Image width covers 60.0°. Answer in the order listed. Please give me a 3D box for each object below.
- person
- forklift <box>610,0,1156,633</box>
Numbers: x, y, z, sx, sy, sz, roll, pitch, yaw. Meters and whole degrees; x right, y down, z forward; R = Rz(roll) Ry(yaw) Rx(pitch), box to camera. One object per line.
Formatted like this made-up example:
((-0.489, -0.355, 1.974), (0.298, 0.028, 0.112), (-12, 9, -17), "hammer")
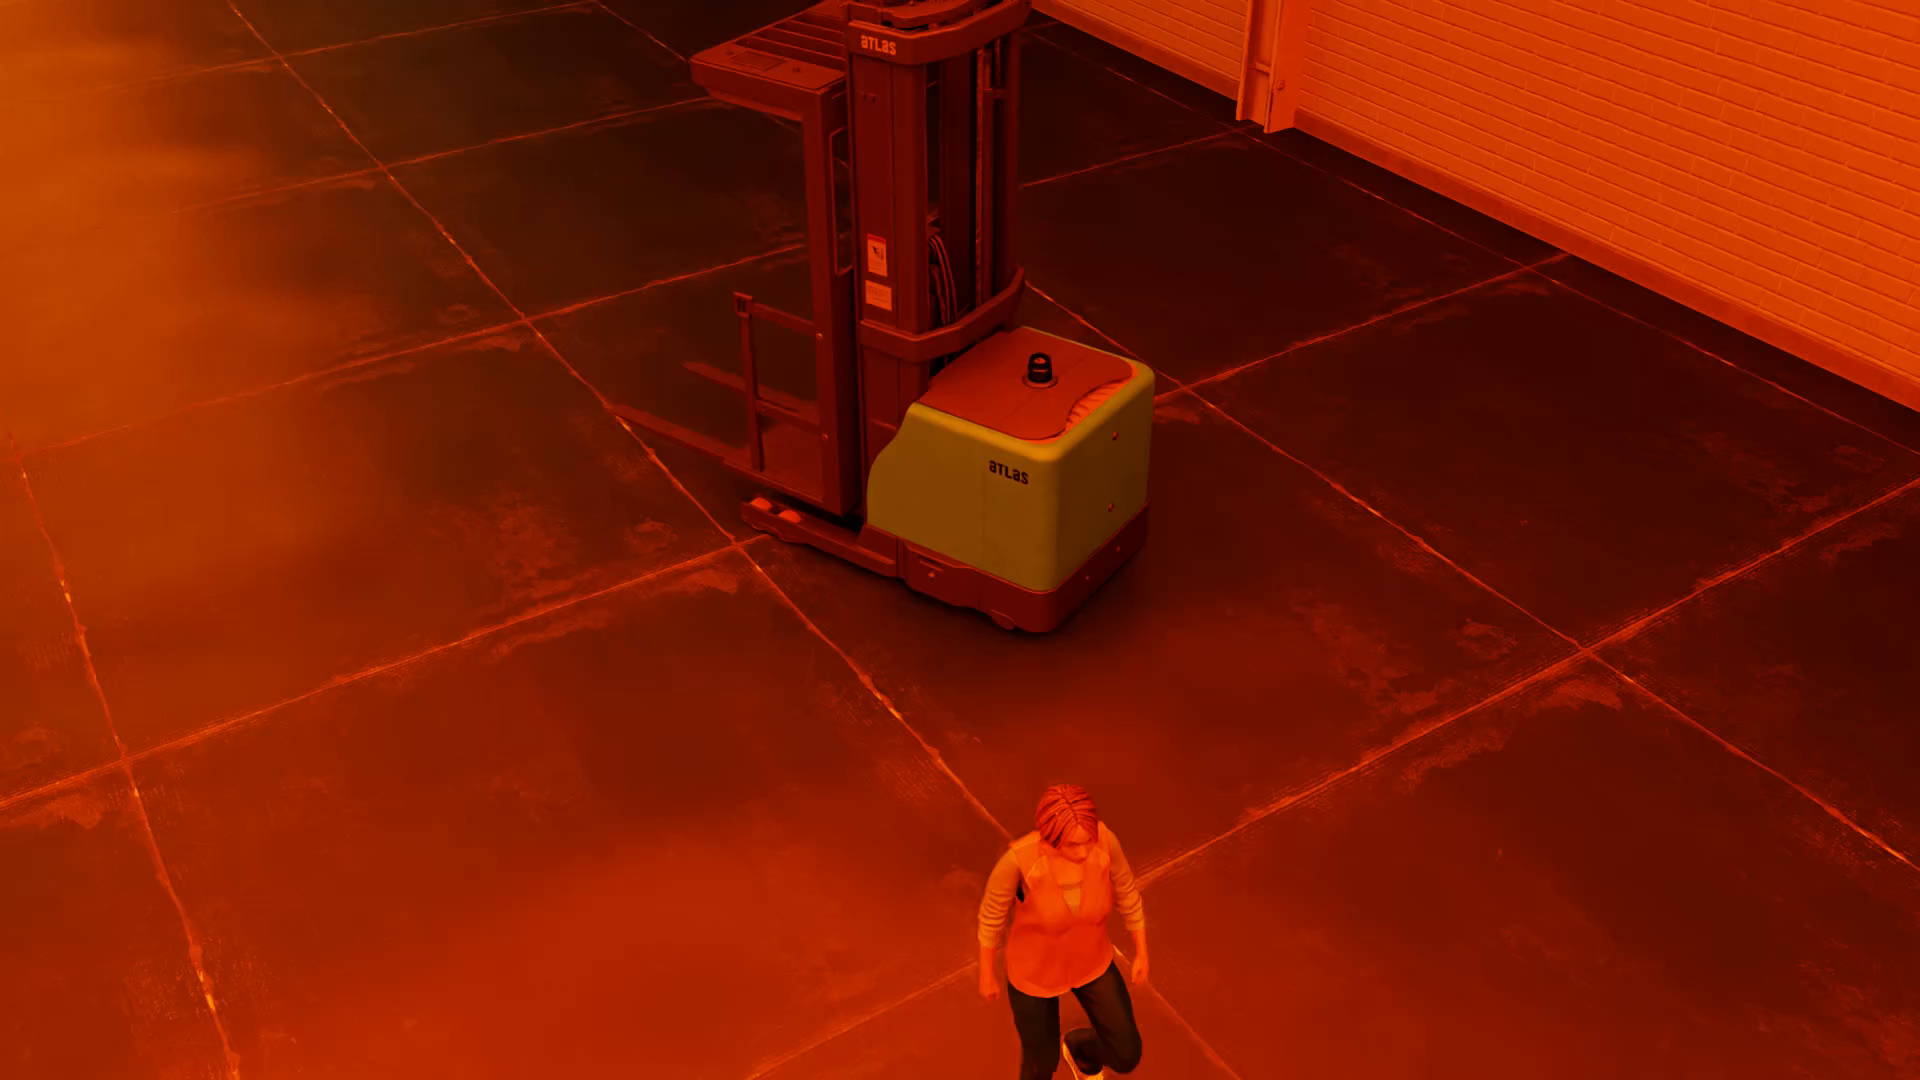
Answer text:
((0.347, 1.402, 5.333), (0.550, 1.578, 0.408), (-12, 37, -16), "person")
((-0.541, -1.415, 8.162), (3.031, 2.935, 1.130), (22, 41, 28), "forklift")
